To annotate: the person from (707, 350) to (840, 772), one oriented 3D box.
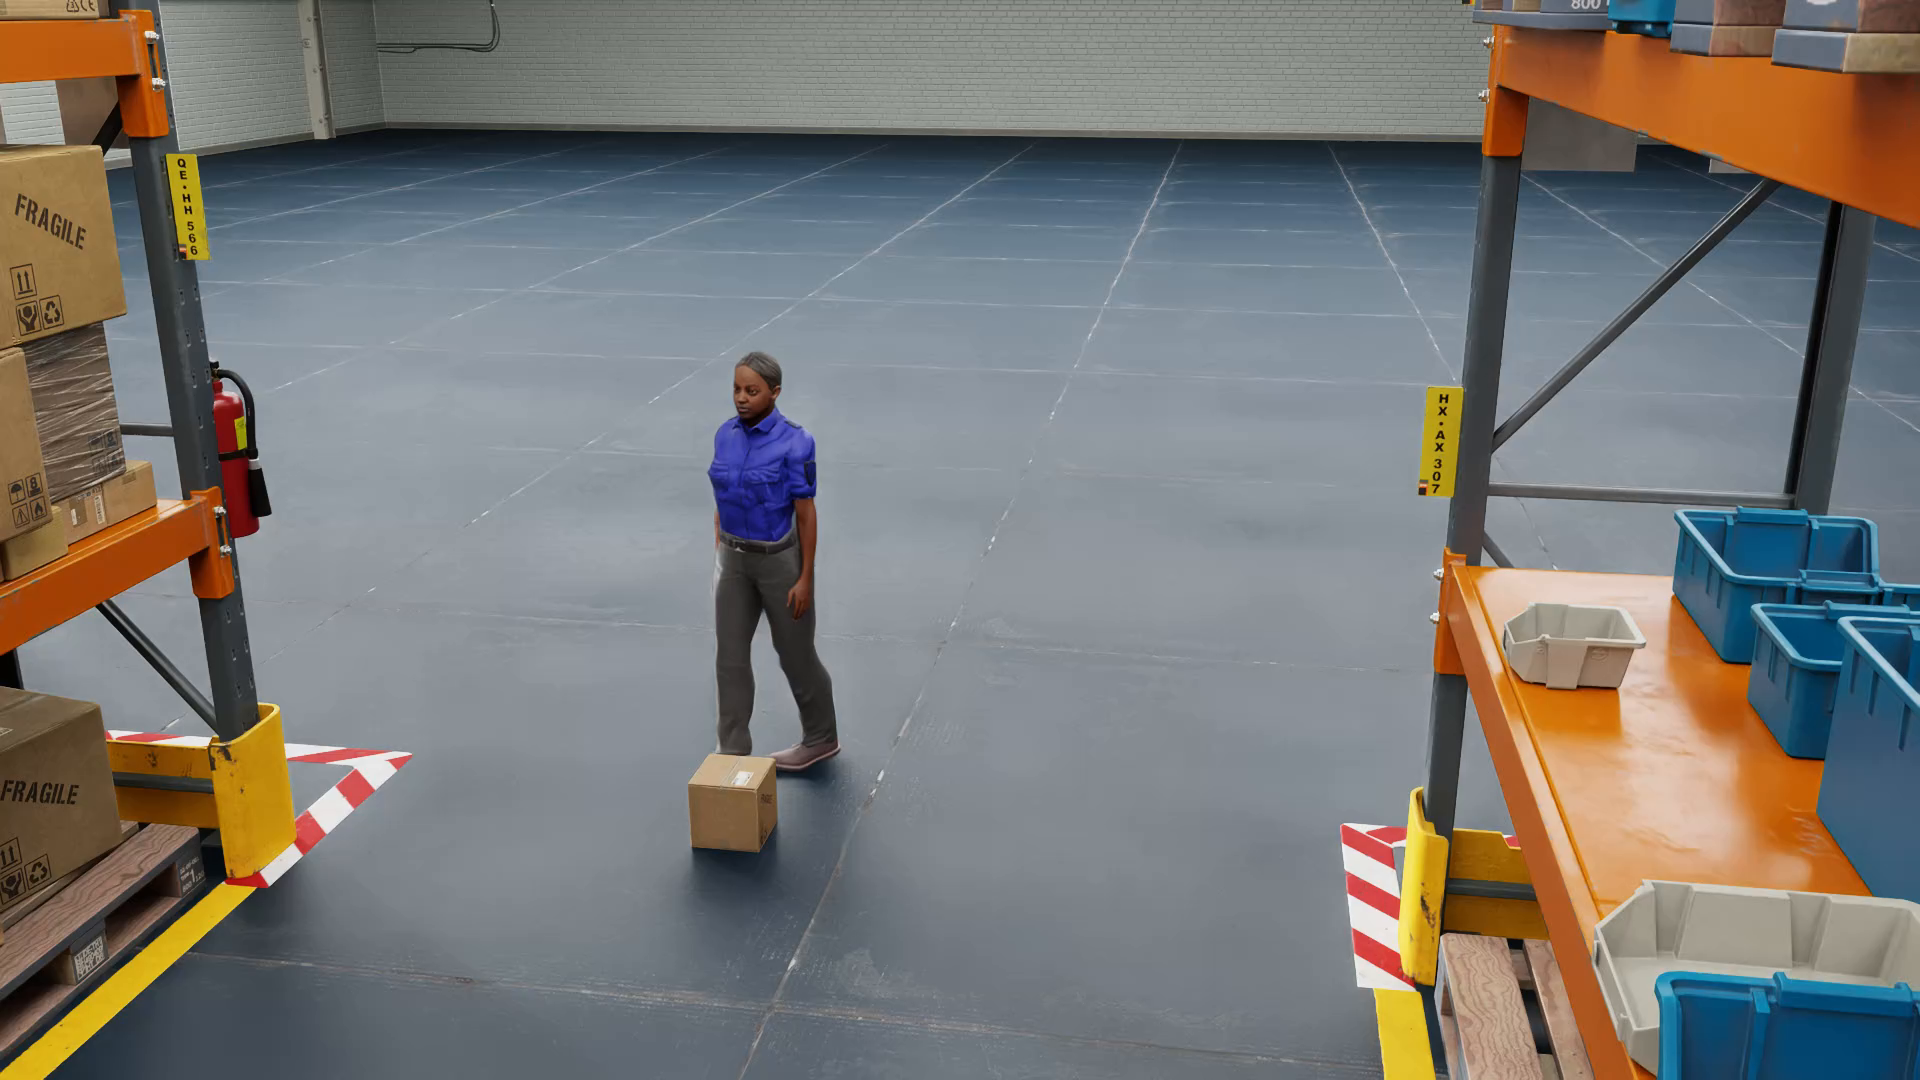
[{"bbox_3d":[-0.753,0.125,6.161,0.446,1.660,0.600,10,20,27],"label":"person"}]
